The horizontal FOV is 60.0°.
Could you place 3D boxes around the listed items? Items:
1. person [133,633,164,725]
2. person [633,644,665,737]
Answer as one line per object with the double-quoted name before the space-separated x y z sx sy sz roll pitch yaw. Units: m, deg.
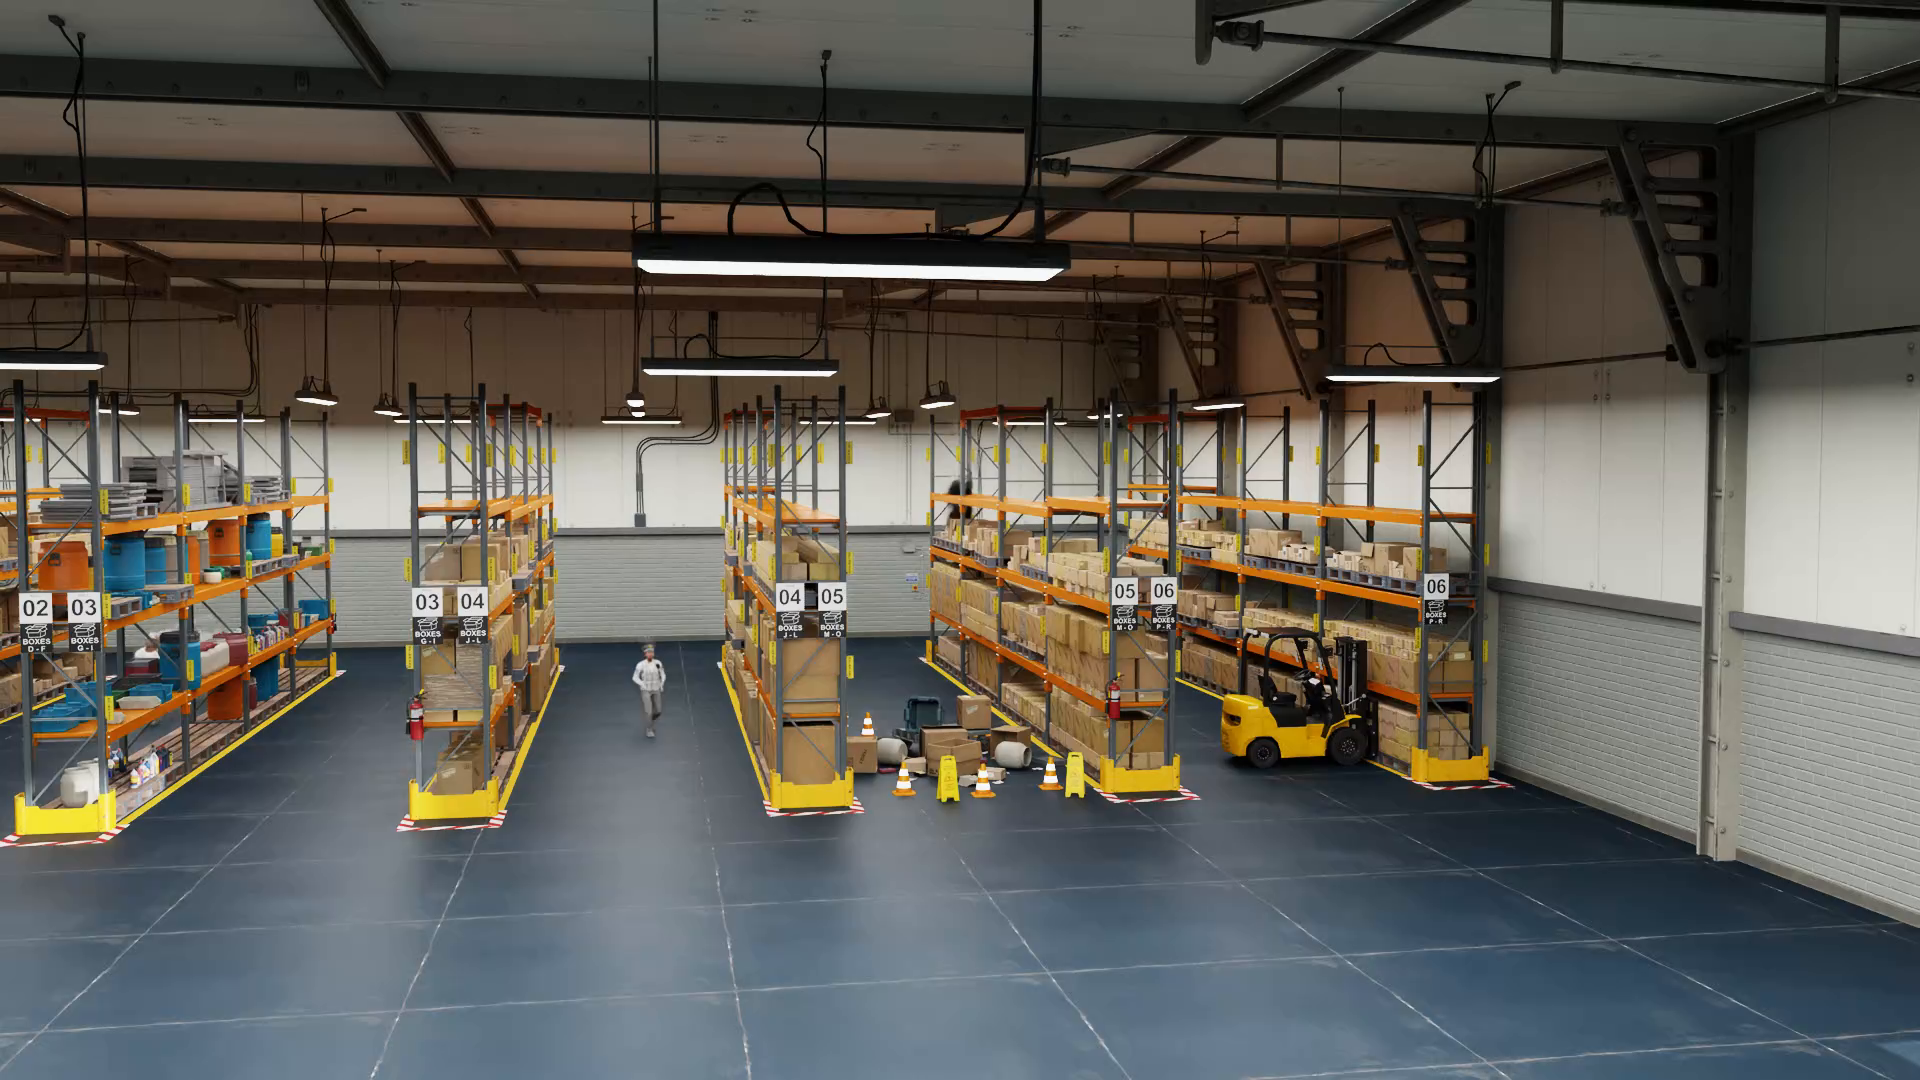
"person" -14.913 2.568 30.673 0.706 1.718 0.636 0 3 -10
"person" -5.503 2.676 29.571 0.608 1.649 0.570 -1 3 -25
